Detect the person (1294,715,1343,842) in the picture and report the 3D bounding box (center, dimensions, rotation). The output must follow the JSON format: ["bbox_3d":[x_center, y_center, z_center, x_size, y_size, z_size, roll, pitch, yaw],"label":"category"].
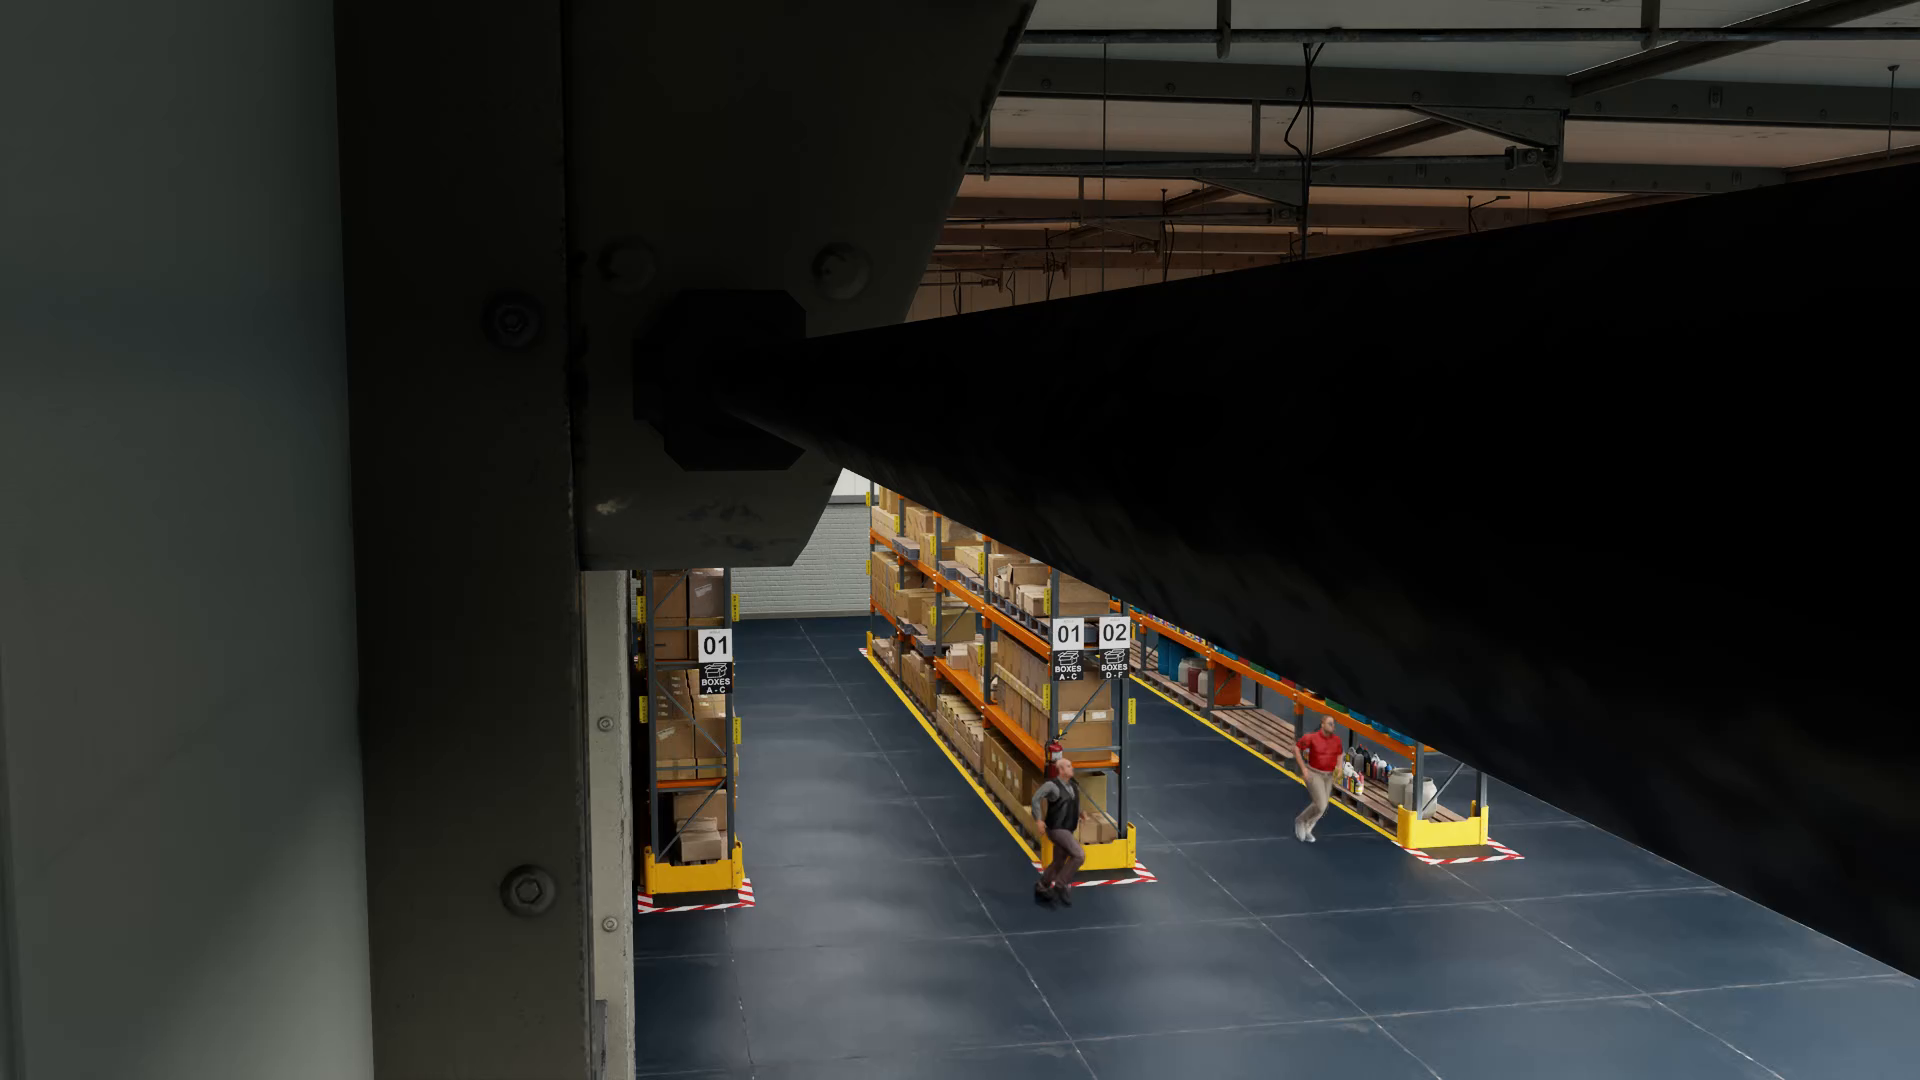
[{"bbox_3d":[4.843,3.184,22.182,0.679,1.683,0.569,-3,7,-27],"label":"person"}]

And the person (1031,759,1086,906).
[{"bbox_3d":[1.240,3.427,19.681,0.674,1.658,0.645,4,7,32],"label":"person"}]
